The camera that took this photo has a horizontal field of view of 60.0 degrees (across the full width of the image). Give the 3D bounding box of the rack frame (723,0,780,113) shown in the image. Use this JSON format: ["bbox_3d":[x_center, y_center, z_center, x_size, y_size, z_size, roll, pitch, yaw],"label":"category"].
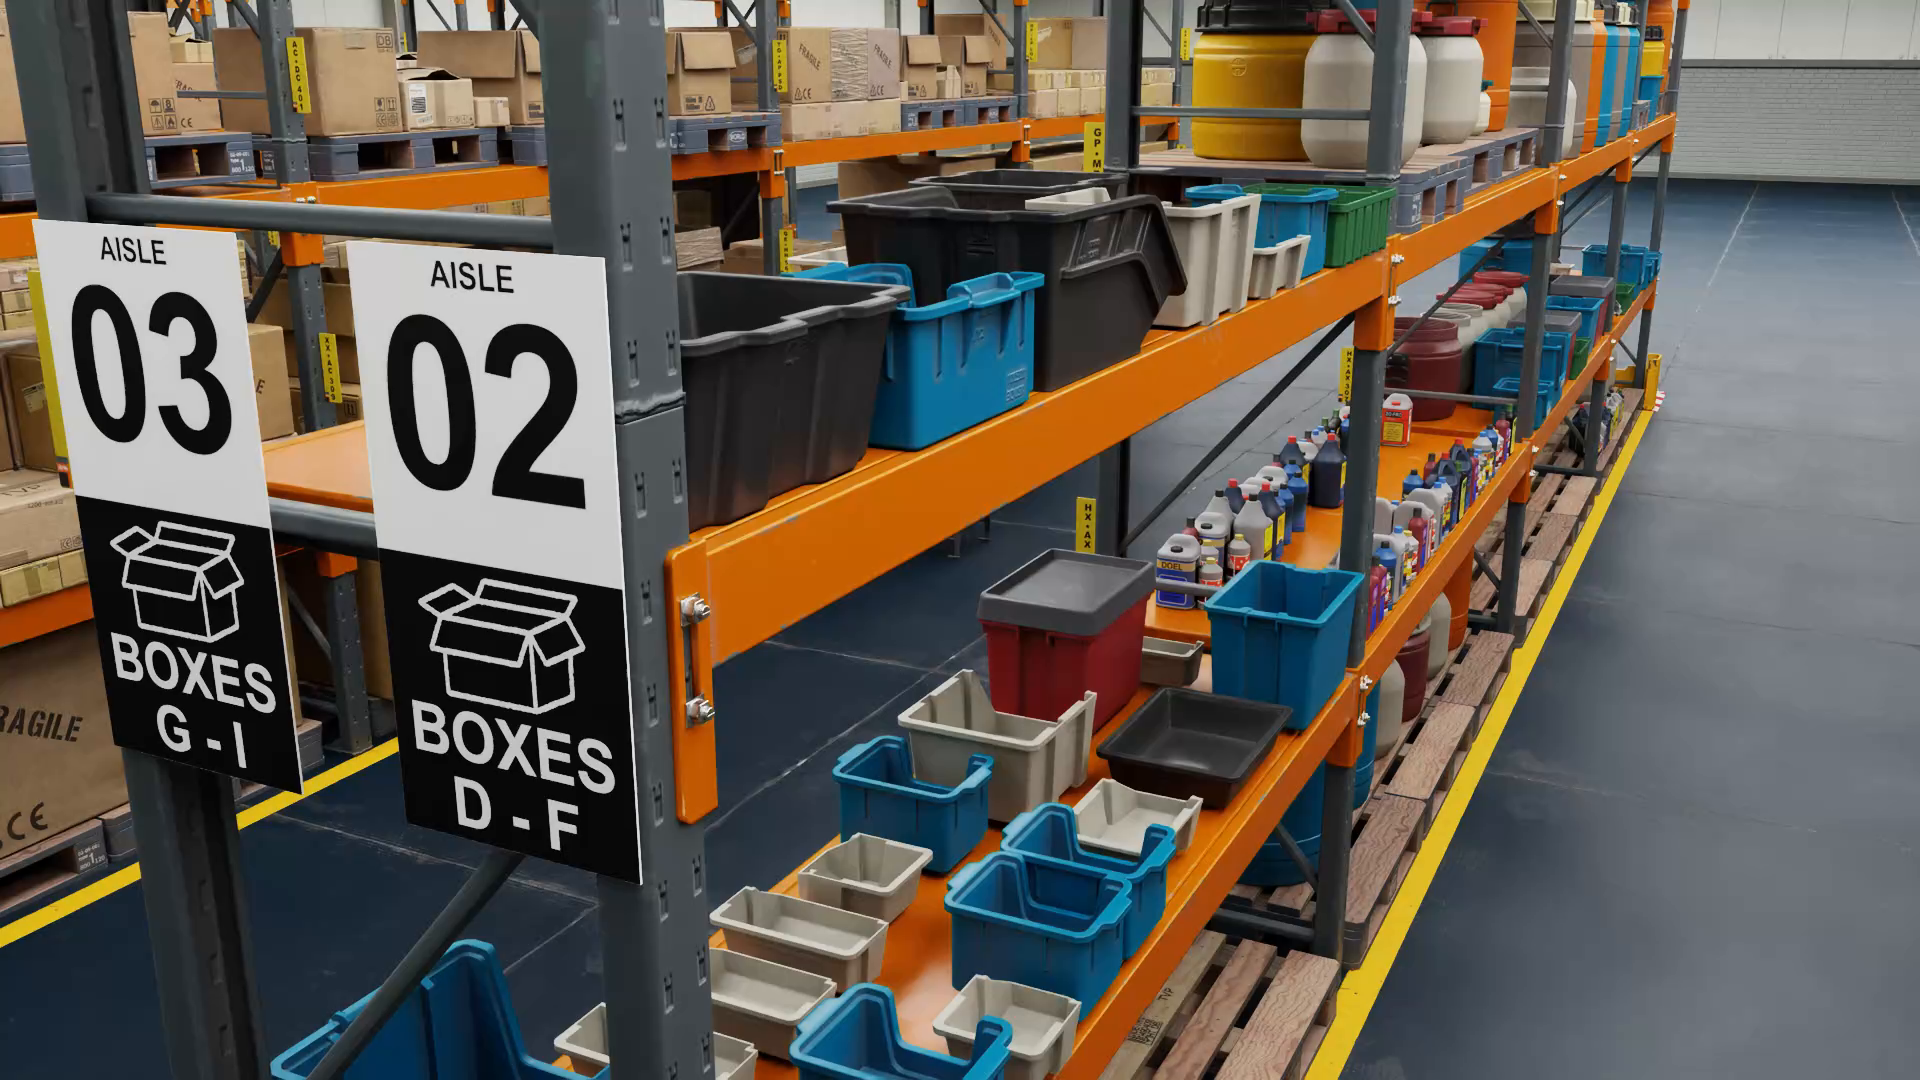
[{"bbox_3d":[-1.669,-4.320,10.764,1.000,3.000,0.127,8,18,25],"label":"rack frame"}]

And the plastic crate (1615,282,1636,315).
[{"bbox_3d":[5.408,-2.041,14.000,0.450,0.188,0.662,8,18,25],"label":"plastic crate"}]

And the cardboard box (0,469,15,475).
[{"bbox_3d":[-4.354,-0.151,7.005,0.500,0.250,0.500,9,19,27],"label":"cardboard box"}]

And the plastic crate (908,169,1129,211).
[{"bbox_3d":[0.174,-0.889,4.710,0.497,0.269,0.590,8,18,25],"label":"plastic crate"}]

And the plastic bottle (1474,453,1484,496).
[{"bbox_3d":[2.531,-0.327,8.205,0.097,0.201,0.097,0,17,0],"label":"plastic bottle"}]

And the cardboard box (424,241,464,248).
[{"bbox_3d":[-4.944,-2.614,15.380,0.500,0.500,0.500,8,18,25],"label":"cardboard box"}]

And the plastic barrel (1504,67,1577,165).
[{"bbox_3d":[3.175,-2.346,9.189,0.421,0.512,0.421,0,17,0],"label":"plastic barrel"}]

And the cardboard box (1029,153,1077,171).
[{"bbox_3d":[0.769,-3.343,15.556,0.500,0.500,0.500,8,18,25],"label":"cardboard box"}]

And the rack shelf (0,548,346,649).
[{"bbox_3d":[-4.350,0.429,6.575,1.077,0.370,4.000,8,18,25],"label":"rack shelf"}]

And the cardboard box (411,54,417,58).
[{"bbox_3d":[-4.860,-4.290,15.174,0.500,0.311,0.500,7,18,23],"label":"cardboard box"}]

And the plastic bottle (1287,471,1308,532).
[{"bbox_3d":[1.534,-0.179,7.584,0.097,0.271,0.097,0,17,0],"label":"plastic bottle"}]

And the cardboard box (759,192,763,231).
[{"bbox_3d":[-2.838,-3.967,19.850,0.875,0.550,0.550,8,18,25],"label":"cardboard box"}]

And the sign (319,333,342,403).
[{"bbox_3d":[-2.959,-0.808,7.817,0.100,0.325,0.005,8,18,25],"label":"sign"}]

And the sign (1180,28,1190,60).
[{"bbox_3d":[2.393,-5.268,17.671,0.100,0.325,0.005,8,18,25],"label":"sign"}]

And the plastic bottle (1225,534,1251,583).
[{"bbox_3d":[1.145,0.077,6.847,0.097,0.201,0.097,0,17,0],"label":"plastic bottle"}]

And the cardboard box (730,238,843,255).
[{"bbox_3d":[-1.304,-1.991,12.546,0.700,0.500,0.500,11,20,33],"label":"cardboard box"}]

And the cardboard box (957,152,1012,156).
[{"bbox_3d":[0.295,-3.410,15.783,0.500,0.500,0.500,8,18,25],"label":"cardboard box"}]

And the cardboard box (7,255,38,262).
[{"bbox_3d":[-7.027,-2.039,12.279,0.380,0.149,0.250,9,19,27],"label":"cardboard box"}]

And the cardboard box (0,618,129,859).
[{"bbox_3d":[-4.225,0.779,7.127,0.875,0.875,0.875,8,18,25],"label":"cardboard box"}]

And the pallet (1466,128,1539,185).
[{"bbox_3d":[2.333,-1.979,8.482,1.003,0.211,1.213,8,18,25],"label":"pallet"}]

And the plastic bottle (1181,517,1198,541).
[{"bbox_3d":[0.924,0.055,6.777,0.061,0.283,0.133,8,18,25],"label":"plastic bottle"}]

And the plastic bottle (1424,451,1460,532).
[{"bbox_3d":[2.201,-0.226,7.602,0.144,0.351,0.185,8,18,25],"label":"plastic bottle"}]

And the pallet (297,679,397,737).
[{"bbox_3d":[-3.179,0.705,9.279,1.003,0.211,1.213,8,18,25],"label":"pallet"}]

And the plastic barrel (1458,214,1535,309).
[{"bbox_3d":[4.106,-2.013,12.654,0.600,0.901,0.708,8,18,25],"label":"plastic barrel"}]

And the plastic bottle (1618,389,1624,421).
[{"bbox_3d":[5.872,-1.205,14.811,0.061,0.283,0.133,9,19,27],"label":"plastic bottle"}]

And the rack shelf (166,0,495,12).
[{"bbox_3d":[-5.168,-4.950,14.850,1.077,0.370,4.000,8,18,25],"label":"rack shelf"}]

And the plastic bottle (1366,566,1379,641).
[{"bbox_3d":[1.520,0.222,6.215,0.061,0.283,0.133,8,18,25],"label":"plastic bottle"}]

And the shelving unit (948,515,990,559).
[{"bbox_3d":[-0.074,-0.964,11.583,0.431,2.100,0.503,8,18,25],"label":"shelving unit"}]

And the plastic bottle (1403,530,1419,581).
[{"bbox_3d":[1.849,0.062,6.897,0.097,0.201,0.097,0,17,0],"label":"plastic bottle"}]

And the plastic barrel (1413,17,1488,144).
[{"bbox_3d":[2.105,-2.048,7.405,0.433,0.535,0.433,0,17,0],"label":"plastic barrel"}]

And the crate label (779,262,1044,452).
[{"bbox_3d":[-0.111,-0.337,2.883,0.408,0.251,0.502,8,18,25],"label":"crate label"}]

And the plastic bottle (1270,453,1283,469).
[{"bbox_3d":[1.476,-0.260,7.837,0.061,0.283,0.133,8,18,25],"label":"plastic bottle"}]

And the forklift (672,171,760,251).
[{"bbox_3d":[-2.478,-2.098,13.941,3.031,2.935,1.130,-11,20,-33],"label":"forklift"}]

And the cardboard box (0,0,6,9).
[{"bbox_3d":[-3.882,-2.281,6.762,0.500,0.250,0.500,7,18,22],"label":"cardboard box"}]

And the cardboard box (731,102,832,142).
[{"bbox_3d":[-1.231,-2.897,11.506,0.500,0.250,0.500,8,19,26],"label":"cardboard box"}]

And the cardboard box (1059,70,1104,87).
[{"bbox_3d":[1.173,-4.471,16.103,0.380,0.149,0.250,9,19,27],"label":"cardboard box"}]

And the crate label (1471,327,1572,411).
[{"bbox_3d":[3.448,-1.050,10.228,0.502,0.435,0.616,8,18,25],"label":"crate label"}]

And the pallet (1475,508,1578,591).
[{"bbox_3d":[3.689,0.021,11.584,1.003,0.211,1.213,8,18,25],"label":"pallet"}]

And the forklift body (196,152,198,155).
[{"bbox_3d":[-10.617,-4.251,22.560,2.313,2.155,1.214,8,18,25],"label":"forklift body"}]

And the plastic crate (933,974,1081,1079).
[{"bbox_3d":[0.113,1.056,3.557,0.250,0.136,0.298,8,18,25],"label":"plastic crate"}]

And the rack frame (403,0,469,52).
[{"bbox_3d":[-6.960,-7.618,21.870,1.000,3.000,0.127,8,18,25],"label":"rack frame"}]

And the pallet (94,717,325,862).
[{"bbox_3d":[-3.866,1.095,7.966,1.003,0.211,1.213,8,18,25],"label":"pallet"}]

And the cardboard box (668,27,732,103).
[{"bbox_3d":[-1.680,-3.323,11.622,0.500,0.500,0.500,9,19,27],"label":"cardboard box"}]

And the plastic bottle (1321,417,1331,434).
[{"bbox_3d":[1.869,-0.484,8.591,0.061,0.283,0.133,8,18,25],"label":"plastic bottle"}]

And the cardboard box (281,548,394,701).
[{"bbox_3d":[-3.188,0.226,8.988,1.225,0.875,0.875,8,18,26],"label":"cardboard box"}]

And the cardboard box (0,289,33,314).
[{"bbox_3d":[-6.679,-1.682,11.601,0.380,0.149,0.250,8,18,24],"label":"cardboard box"}]

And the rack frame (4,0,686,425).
[{"bbox_3d":[-0.813,-1.652,1.782,1.000,3.000,0.127,8,18,25],"label":"rack frame"}]

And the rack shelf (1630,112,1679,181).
[{"bbox_3d":[5.443,-3.435,14.317,1.077,0.370,4.000,8,18,25],"label":"rack shelf"}]

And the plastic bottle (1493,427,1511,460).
[{"bbox_3d":[2.895,-0.534,8.904,0.097,0.201,0.097,0,17,0],"label":"plastic bottle"}]

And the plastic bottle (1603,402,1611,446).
[{"bbox_3d":[5.366,-0.975,13.918,0.144,0.351,0.185,7,18,23],"label":"plastic bottle"}]

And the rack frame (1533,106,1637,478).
[{"bbox_3d":[4.549,-1.833,12.927,1.000,3.000,0.127,8,18,25],"label":"rack frame"}]

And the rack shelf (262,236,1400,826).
[{"bbox_3d":[0.081,-0.379,4.026,1.077,0.370,4.000,8,18,25],"label":"rack shelf"}]

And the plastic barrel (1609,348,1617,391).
[{"bbox_3d":[6.111,-1.683,16.055,0.421,0.512,0.421,0,17,0],"label":"plastic barrel"}]

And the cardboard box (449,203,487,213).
[{"bbox_3d":[-4.945,-3.260,15.800,0.700,0.500,0.500,8,18,26],"label":"cardboard box"}]
